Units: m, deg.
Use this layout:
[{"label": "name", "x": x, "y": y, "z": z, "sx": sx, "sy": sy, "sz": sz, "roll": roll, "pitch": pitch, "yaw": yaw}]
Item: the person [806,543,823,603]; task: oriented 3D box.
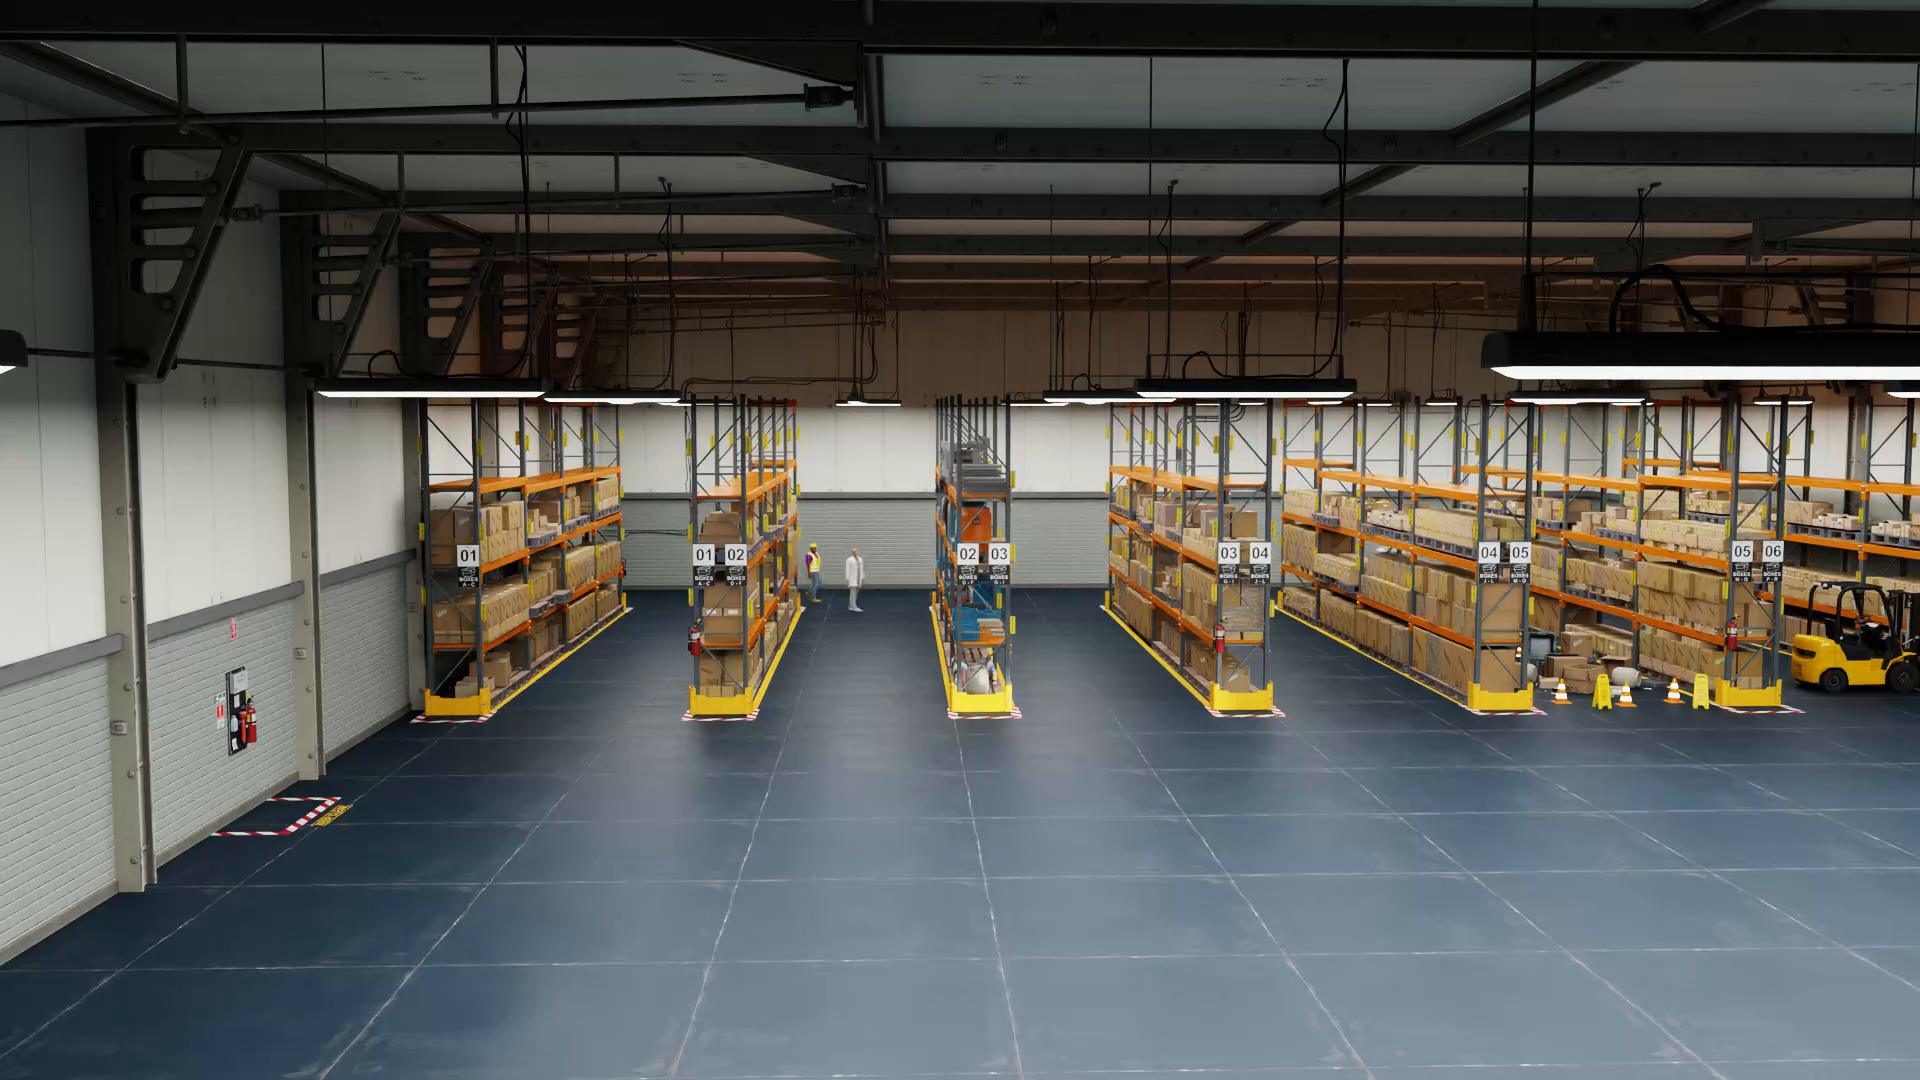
[{"label": "person", "x": -4.315, "y": 0.962, "z": 49.117, "sx": 0.501, "sy": 1.758, "sz": 0.555, "roll": 0, "pitch": 5, "yaw": 4}]

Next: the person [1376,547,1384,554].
[{"label": "person", "x": 11.982, "y": 1.074, "z": 47.692, "sx": 0.953, "sy": 1.747, "sz": 0.686, "roll": 3, "pitch": 5, "yaw": 34}]

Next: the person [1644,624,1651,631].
[{"label": "person", "x": 17.045, "y": 1.655, "z": 41.175, "sx": 0.418, "sy": 1.675, "sz": 0.476, "roll": 2, "pitch": 5, "yaw": 21}]

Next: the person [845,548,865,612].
[{"label": "person", "x": -2.927, "y": 1.122, "z": 47.255, "sx": 0.635, "sy": 1.784, "sz": 0.605, "roll": 4, "pitch": 6, "yaw": 42}]
